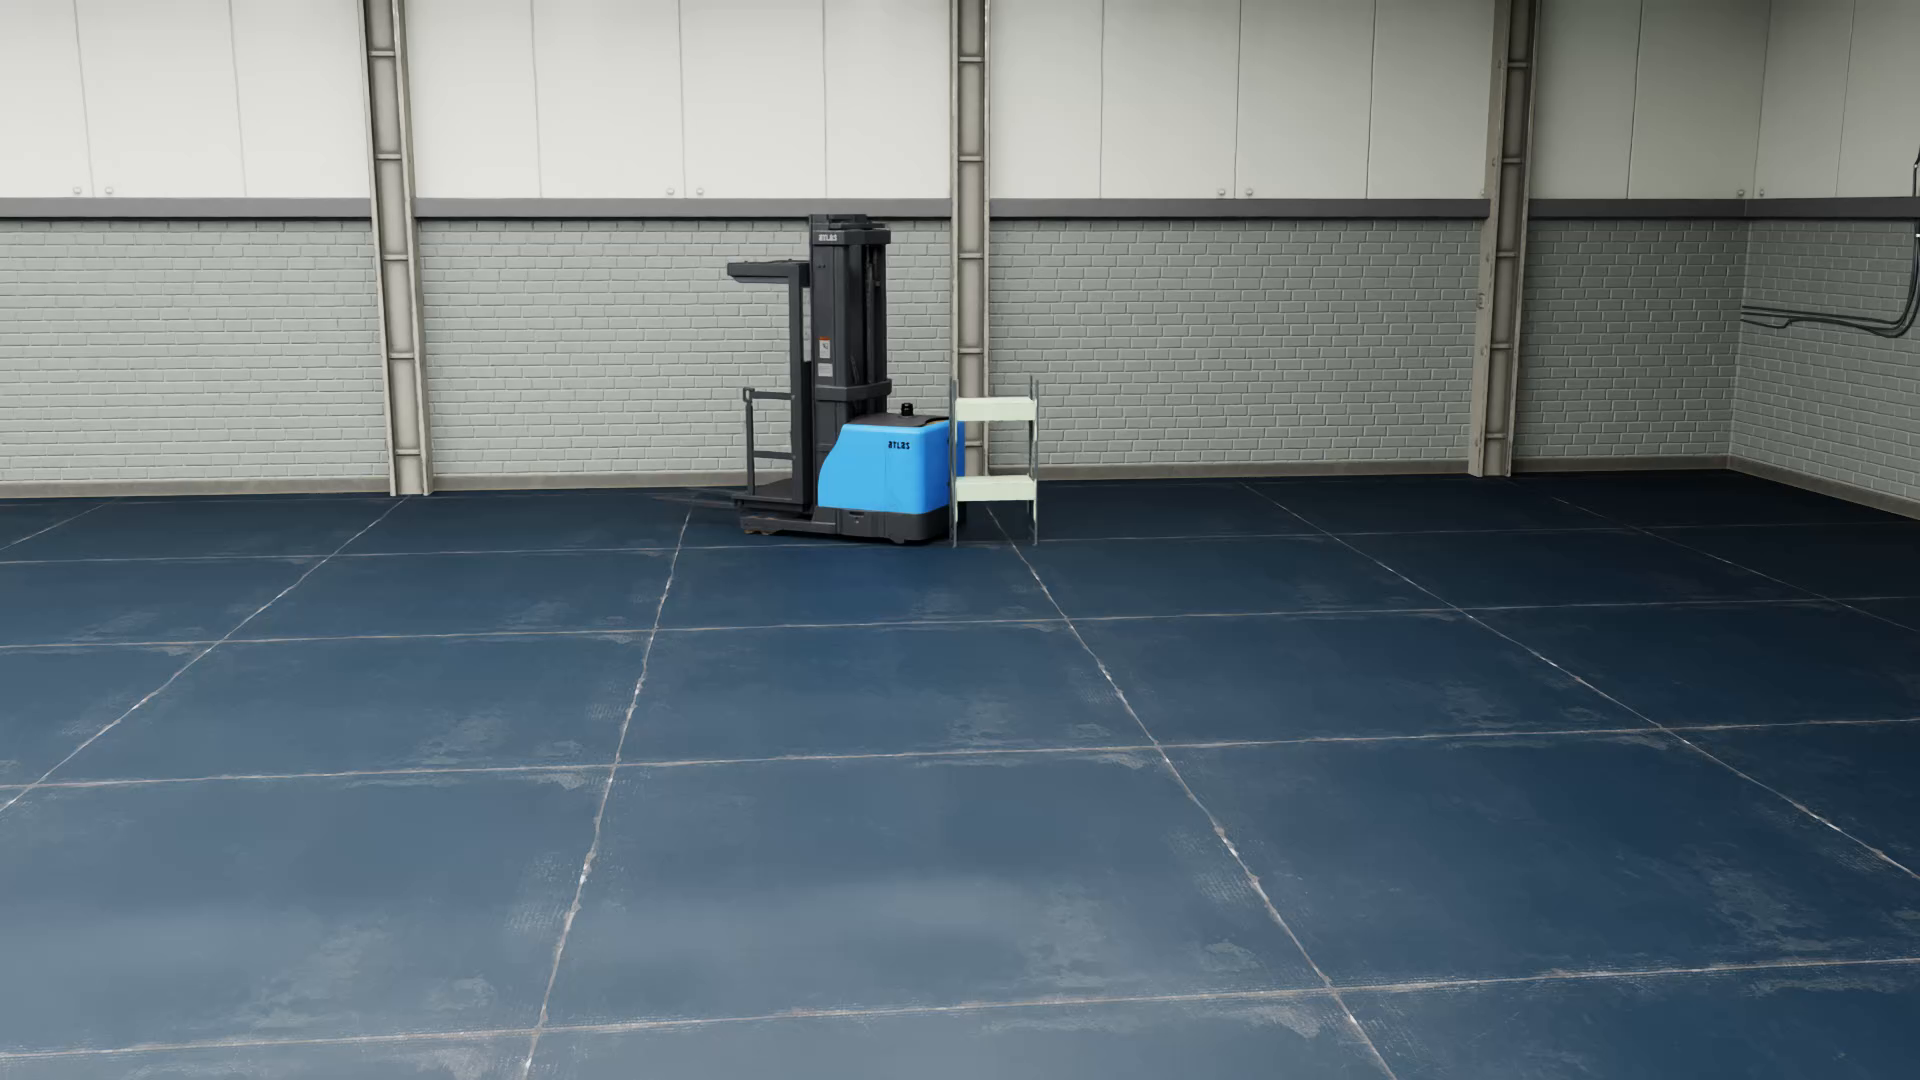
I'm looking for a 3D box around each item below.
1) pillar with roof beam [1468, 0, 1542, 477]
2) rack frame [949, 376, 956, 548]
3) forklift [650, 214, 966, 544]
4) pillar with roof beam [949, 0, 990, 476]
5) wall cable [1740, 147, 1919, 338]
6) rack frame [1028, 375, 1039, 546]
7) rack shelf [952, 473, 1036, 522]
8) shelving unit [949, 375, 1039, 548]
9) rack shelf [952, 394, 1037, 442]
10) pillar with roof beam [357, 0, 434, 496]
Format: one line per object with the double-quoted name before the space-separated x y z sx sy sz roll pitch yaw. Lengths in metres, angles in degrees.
"pillar with roof beam" 6.533 -4.342 14.008 0.400 9.000 9.100 -1 11 -6
"rack frame" -0.065 -0.703 14.937 0.023 1.500 0.400 -1 11 -6
"forklift" -1.501 -1.569 15.632 3.031 2.935 1.130 5 12 24
"pillar with roof beam" 0.568 -4.217 13.372 0.400 9.000 9.100 -1 11 -6
"wall cable" 9.139 -3.452 17.529 0.112 2.526 3.097 -1 11 -6
"rack frame" 0.663 -0.718 15.012 0.023 1.500 0.400 -1 11 -6
"rack shelf" 0.299 -0.390 15.038 0.720 0.370 0.431 -1 11 -6
"shelving unit" 0.299 -0.710 14.975 0.755 1.500 0.431 -1 11 -6
"rack shelf" 0.299 -1.093 14.899 0.720 0.370 0.431 -1 11 -6
"pillar with roof beam" -5.397 -4.092 12.737 0.400 9.000 9.100 -1 11 -6
